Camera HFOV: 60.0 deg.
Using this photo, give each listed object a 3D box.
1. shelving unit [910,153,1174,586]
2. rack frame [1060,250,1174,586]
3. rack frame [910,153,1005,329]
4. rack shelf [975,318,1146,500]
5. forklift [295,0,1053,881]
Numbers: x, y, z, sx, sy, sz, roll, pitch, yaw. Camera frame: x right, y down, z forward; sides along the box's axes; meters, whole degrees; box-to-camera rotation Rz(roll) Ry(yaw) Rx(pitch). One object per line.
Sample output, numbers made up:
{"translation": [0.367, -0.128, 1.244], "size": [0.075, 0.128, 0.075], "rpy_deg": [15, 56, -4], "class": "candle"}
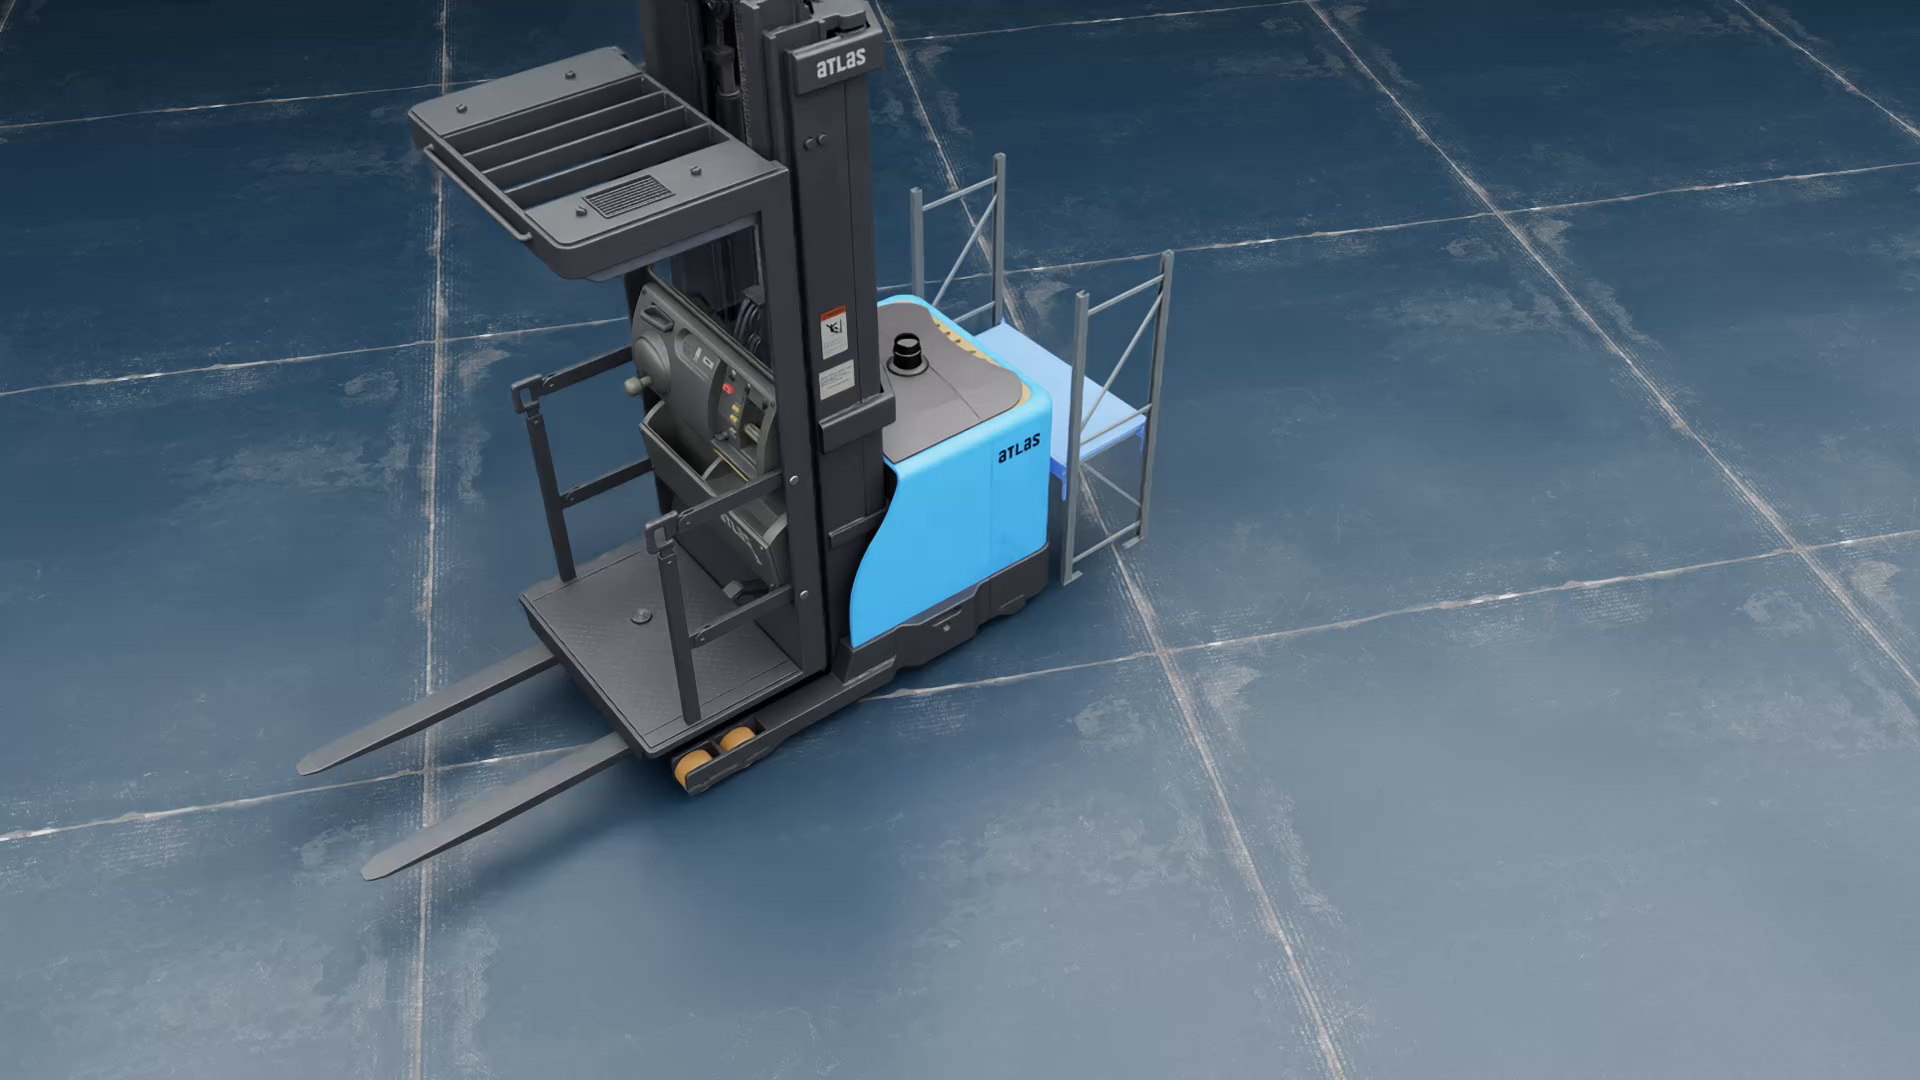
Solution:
{"translation": [0.318, -0.732, 7.227], "size": [0.538, 1.500, 1.048], "rpy_deg": [-29, 49, -28], "class": "shelving unit"}
{"translation": [0.642, -0.472, 6.934], "size": [0.500, 1.500, 0.032], "rpy_deg": [-29, 49, -28], "class": "rack frame"}
{"translation": [-0.007, -0.992, 7.519], "size": [0.500, 1.500, 0.032], "rpy_deg": [-29, 49, -28], "class": "rack frame"}
{"translation": [0.318, -0.597, 7.346], "size": [0.538, 0.185, 1.000], "rpy_deg": [-29, 49, -28], "class": "rack shelf"}
{"translation": [-1.094, -0.519, 5.909], "size": [3.031, 2.935, 1.130], "rpy_deg": [-27, 48, -27], "class": "forklift"}
